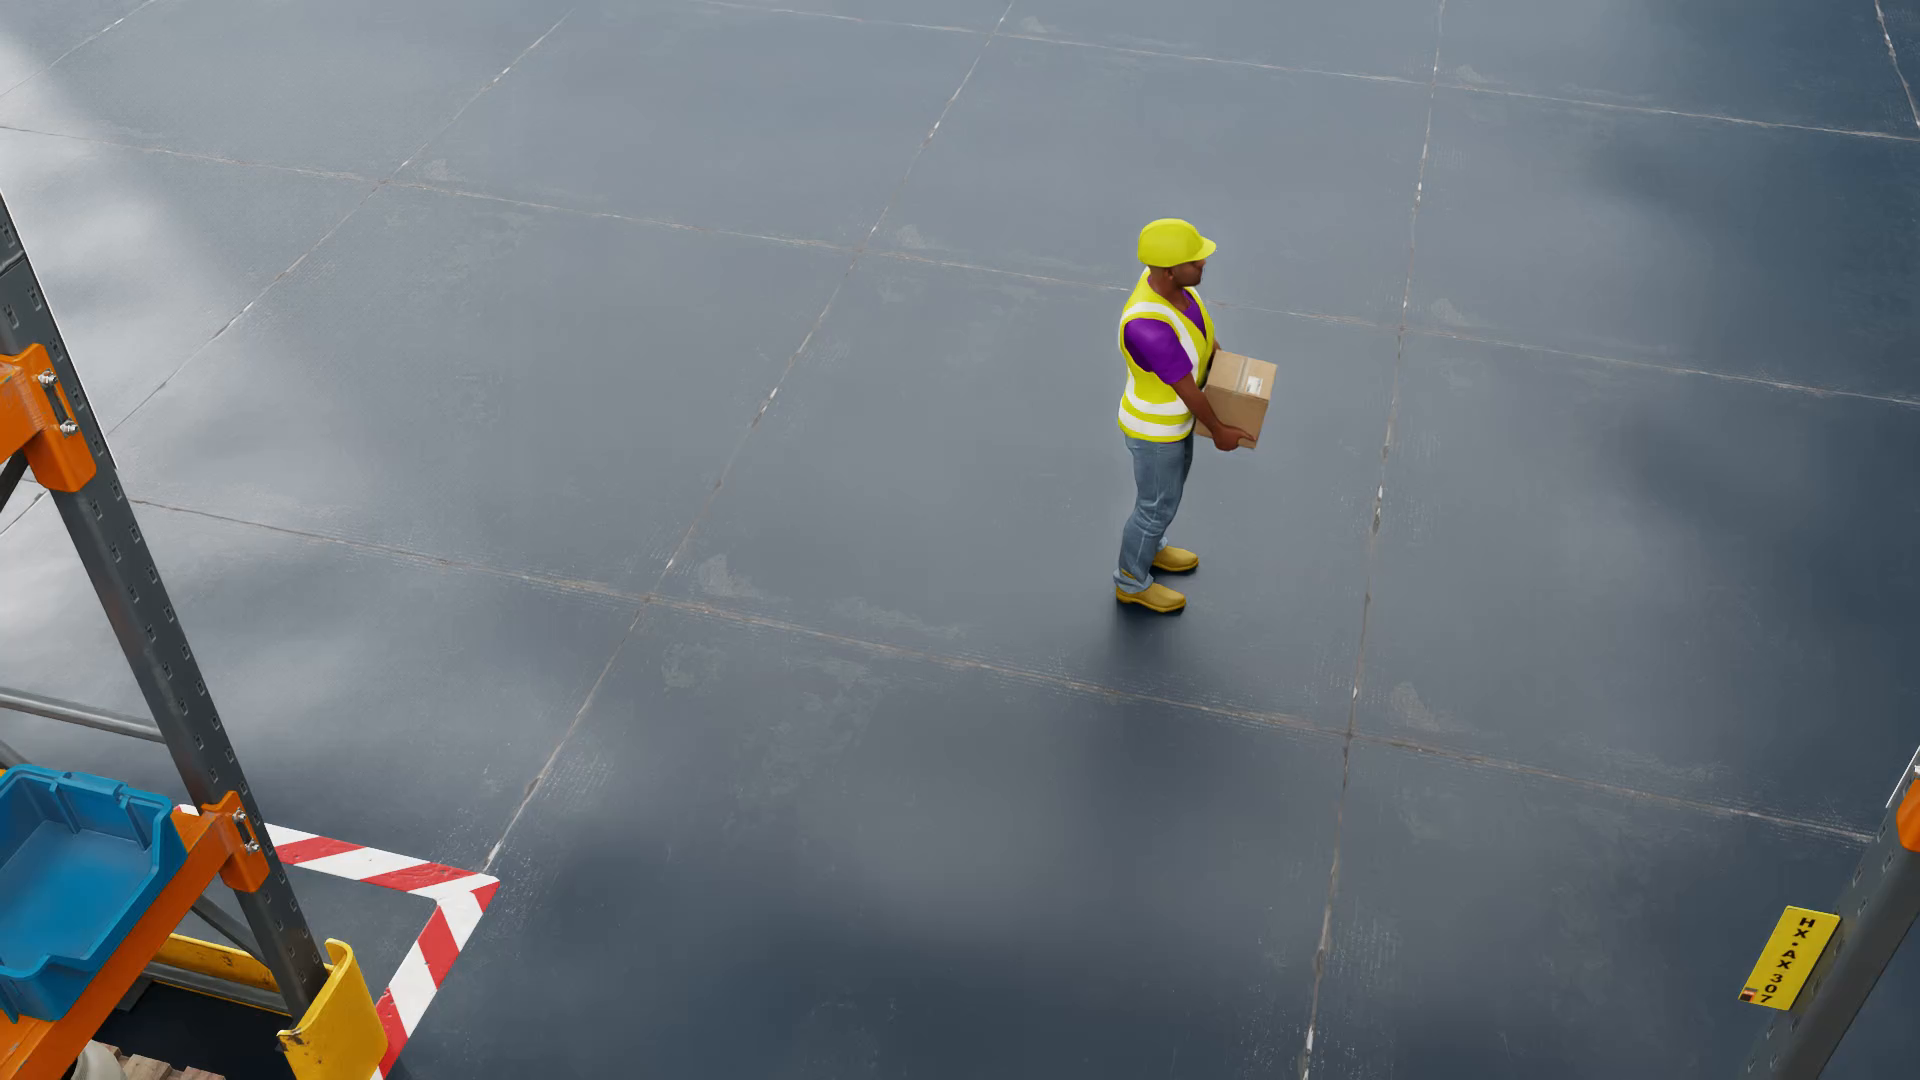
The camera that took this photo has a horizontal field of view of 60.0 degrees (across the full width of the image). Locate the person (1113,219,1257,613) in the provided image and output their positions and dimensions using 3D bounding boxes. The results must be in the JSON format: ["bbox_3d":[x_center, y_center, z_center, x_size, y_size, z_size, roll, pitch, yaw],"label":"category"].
[{"bbox_3d":[0.922,-0.487,6.706,0.575,1.762,0.504,10,42,12],"label":"person"}]
